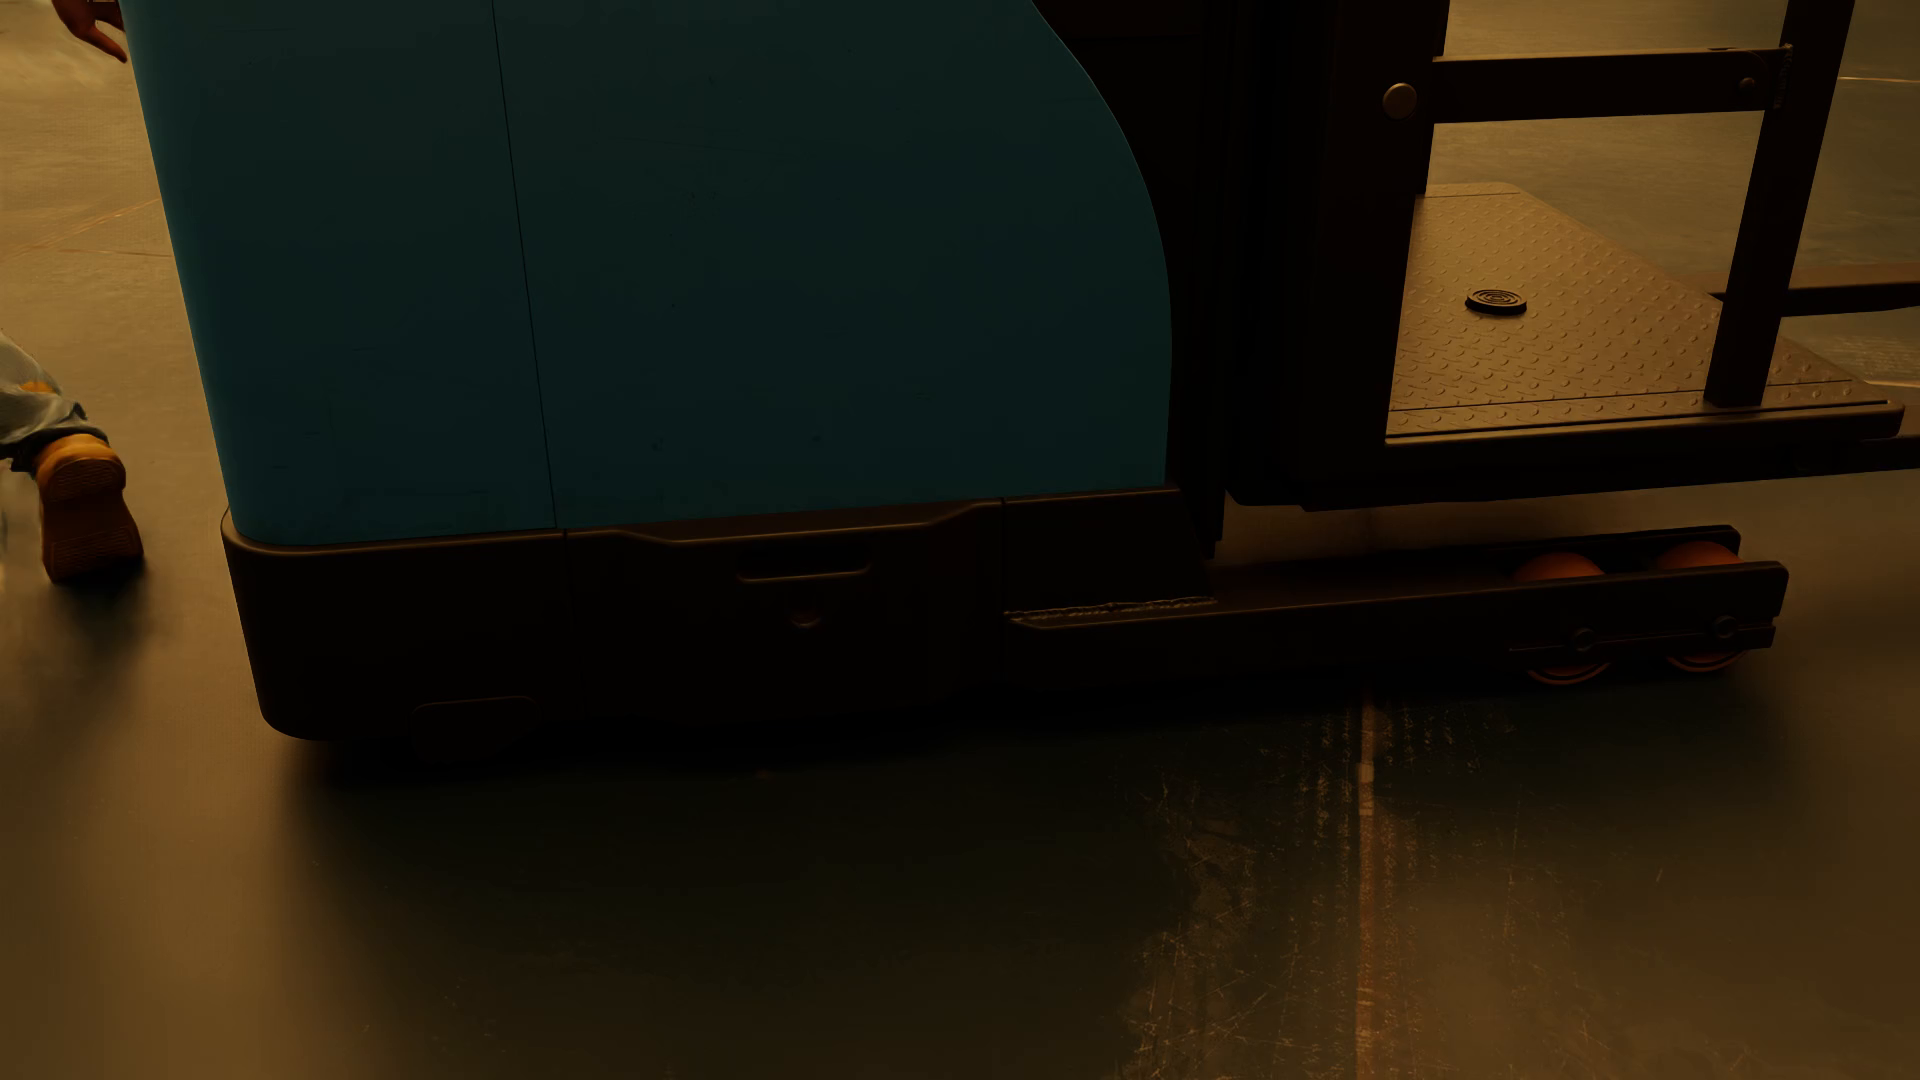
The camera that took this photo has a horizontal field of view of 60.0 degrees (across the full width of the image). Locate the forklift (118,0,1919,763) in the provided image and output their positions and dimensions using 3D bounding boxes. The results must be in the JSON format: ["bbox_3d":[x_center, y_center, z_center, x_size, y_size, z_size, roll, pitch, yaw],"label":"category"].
[{"bbox_3d":[0.600,-1.354,1.930,3.031,2.935,1.130,-4,27,-9],"label":"forklift"}]

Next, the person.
[{"bbox_3d":[-1.462,-0.588,1.980,0.507,1.641,1.042,11,29,21],"label":"person"}]
